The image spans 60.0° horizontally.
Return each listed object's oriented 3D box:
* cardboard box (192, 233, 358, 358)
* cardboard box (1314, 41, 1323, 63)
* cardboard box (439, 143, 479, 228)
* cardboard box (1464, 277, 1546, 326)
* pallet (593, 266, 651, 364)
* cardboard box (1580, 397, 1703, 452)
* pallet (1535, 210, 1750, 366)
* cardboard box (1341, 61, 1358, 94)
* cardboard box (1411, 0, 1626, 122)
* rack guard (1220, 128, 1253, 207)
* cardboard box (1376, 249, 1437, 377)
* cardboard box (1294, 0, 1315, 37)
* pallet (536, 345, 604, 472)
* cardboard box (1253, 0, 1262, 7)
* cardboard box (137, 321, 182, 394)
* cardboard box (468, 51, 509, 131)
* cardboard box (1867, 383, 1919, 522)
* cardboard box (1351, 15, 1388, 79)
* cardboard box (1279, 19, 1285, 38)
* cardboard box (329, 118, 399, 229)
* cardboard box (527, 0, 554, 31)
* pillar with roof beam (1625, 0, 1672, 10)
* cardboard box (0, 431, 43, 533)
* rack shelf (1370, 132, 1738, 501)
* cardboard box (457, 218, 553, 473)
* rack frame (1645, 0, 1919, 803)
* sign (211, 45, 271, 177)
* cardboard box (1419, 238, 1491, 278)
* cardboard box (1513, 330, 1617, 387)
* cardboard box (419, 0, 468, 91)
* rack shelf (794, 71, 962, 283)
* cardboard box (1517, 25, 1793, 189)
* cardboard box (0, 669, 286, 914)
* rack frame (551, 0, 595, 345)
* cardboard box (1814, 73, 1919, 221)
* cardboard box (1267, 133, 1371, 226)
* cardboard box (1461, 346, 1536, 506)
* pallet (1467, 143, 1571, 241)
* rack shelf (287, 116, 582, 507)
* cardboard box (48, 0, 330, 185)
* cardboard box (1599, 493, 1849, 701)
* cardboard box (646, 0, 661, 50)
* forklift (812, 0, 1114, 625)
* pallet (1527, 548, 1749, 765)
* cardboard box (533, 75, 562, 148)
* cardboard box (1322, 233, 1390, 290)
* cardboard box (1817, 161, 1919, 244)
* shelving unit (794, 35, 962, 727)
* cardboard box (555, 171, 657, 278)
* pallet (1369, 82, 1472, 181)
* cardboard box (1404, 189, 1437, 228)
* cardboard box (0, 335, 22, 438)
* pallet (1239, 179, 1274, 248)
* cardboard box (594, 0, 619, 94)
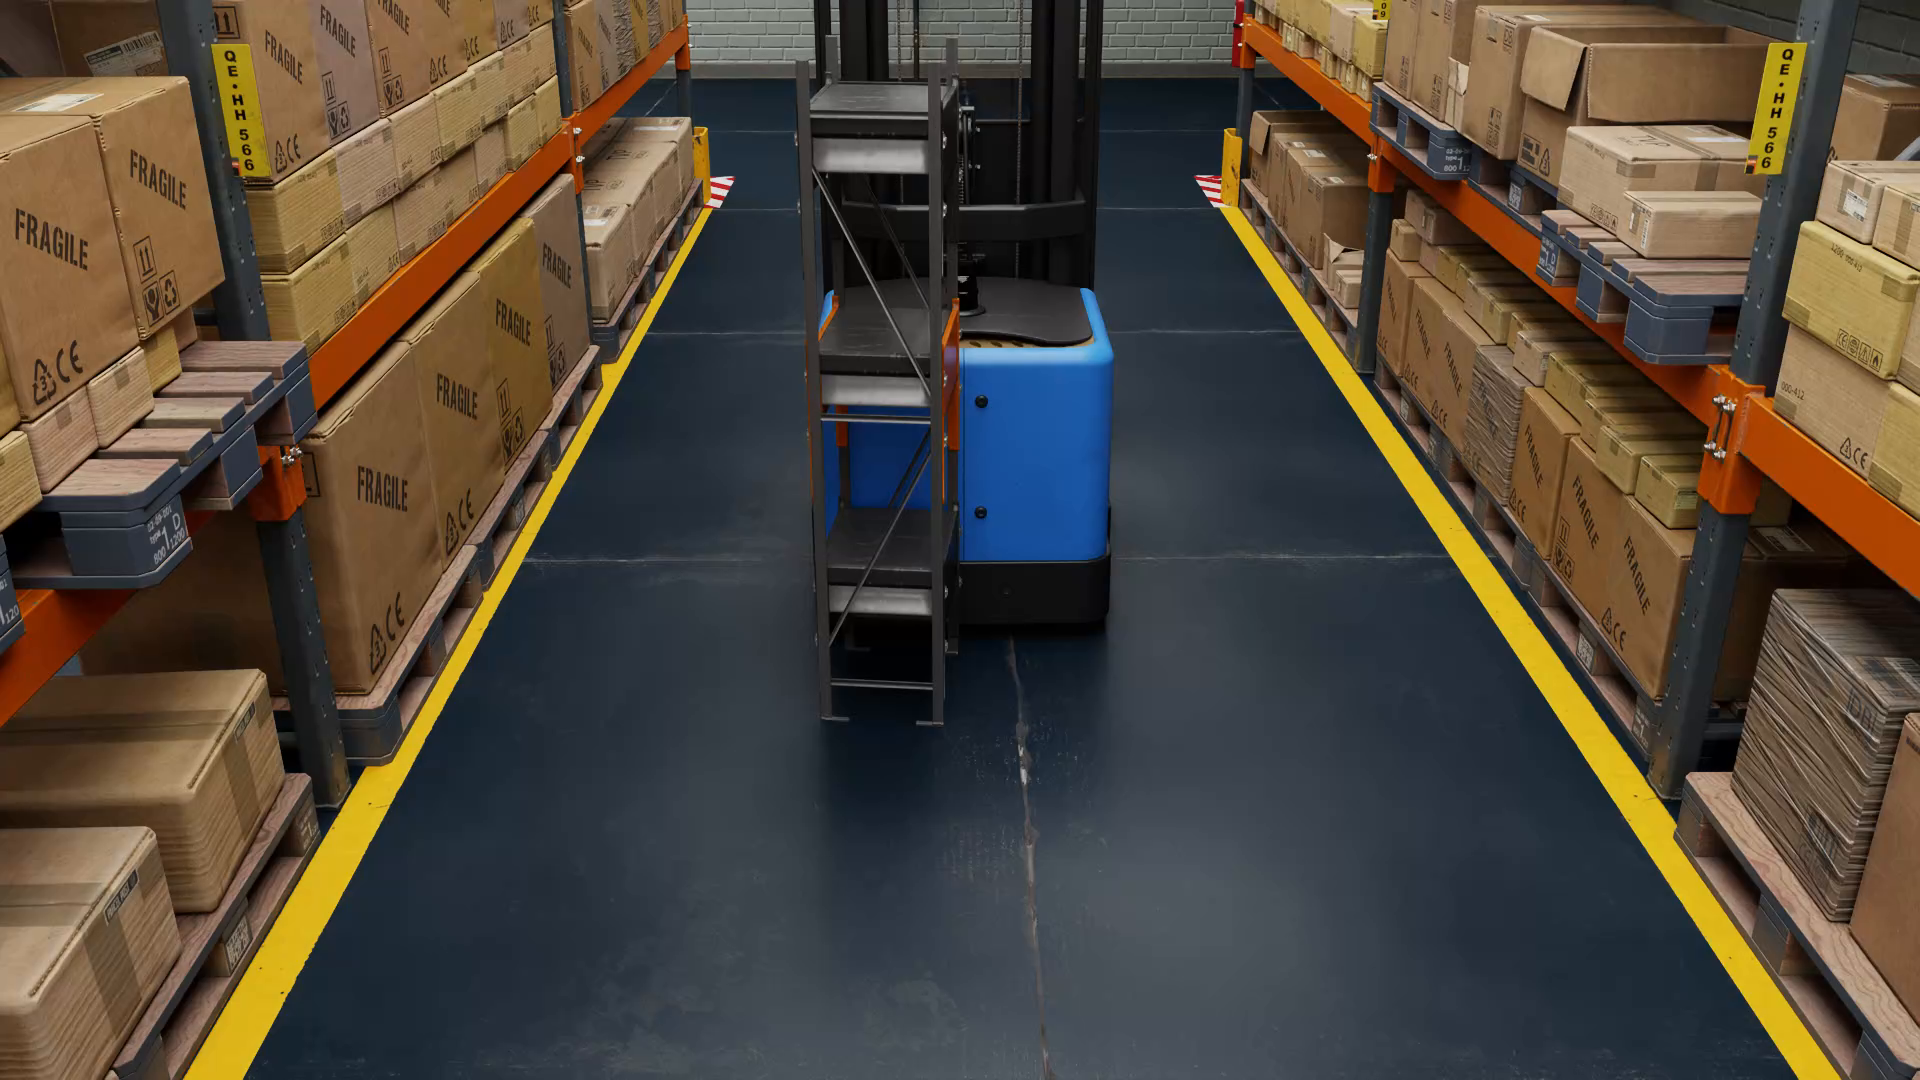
[{"bbox_3d":[-2.107,-0.715,4.872,0.500,0.250,0.500,-1,24,-1],"label":"cardboard box"},{"bbox_3d":[2.311,-2.904,9.836,0.380,0.149,0.250,0,24,-1],"label":"cardboard box"},{"bbox_3d":[-2.139,-1.346,6.268,0.500,0.250,0.500,0,24,-1],"label":"cardboard box"},{"bbox_3d":[2.381,-1.016,7.093,0.380,0.149,0.250,0,24,-1],"label":"cardboard box"},{"bbox_3d":[-2.327,-1.272,9.306,1.003,0.211,1.213,0,24,-1],"label":"pallet"},{"bbox_3d":[2.358,-0.376,5.677,0.380,0.149,0.250,-1,24,-2],"label":"cardboard box"},{"bbox_3d":[2.532,-0.796,5.102,1.213,0.211,1.003,0,24,-1],"label":"pallet"},{"bbox_3d":[2.259,-2.482,8.904,0.380,0.149,0.250,0,24,1],"label":"cardboard box"},{"bbox_3d":[2.353,-2.076,7.068,0.700,0.500,0.500,0,24,0],"label":"cardboard box"},{"bbox_3d":[2.523,-2.730,12.180,1.175,0.500,0.348,0,24,-1],"label":"rack guard"},{"bbox_3d":[2.346,-1.104,8.076,0.500,0.500,0.500,1,24,2],"label":"cardboard box"},{"bbox_3d":[2.299,-3.152,9.901,0.500,0.250,0.500,-1,24,-2],"label":"cardboard box"},{"bbox_3d":[-2.313,-0.640,7.910,1.003,0.211,1.213,0,24,-1],"label":"pallet"},{"bbox_3d":[2.258,-3.780,11.288,0.500,0.250,0.500,0,24,0],"label":"cardboard box"},{"bbox_3d":[-2.039,-0.413,3.818,0.380,0.149,0.250,0,24,0],"label":"cardboard box"},{"bbox_3d":[-2.125,-1.788,6.639,0.500,0.250,0.500,0,24,1],"label":"cardboard box"},{"bbox_3d":[2.371,-0.145,3.612,0.500,0.250,0.500,-1,24,-2],"label":"cardboard box"},{"bbox_3d":[2.317,-2.528,8.521,0.500,0.250,0.500,0,24,1],"label":"cardboard box"},{"bbox_3d":[2.280,-3.332,10.783,0.380,0.149,0.250,0,24,1],"label":"cardboard box"},{"bbox_3d":[-2.117,-1.163,5.256,0.500,0.250,0.500,0,24,1],"label":"cardboard box"},{"bbox_3d":[-2.141,-2.547,7.406,0.500,0.500,0.500,1,24,1],"label":"cardboard box"},{"bbox_3d":[-0.845,-5.257,7.454,9.100,9.000,0.400,0,24,-1],"label":"pillar with roof beam"},{"bbox_3d":[-1.980,-0.092,3.109,0.380,0.149,0.250,0,24,0],"label":"cardboard box"},{"bbox_3d":[2.588,-1.101,6.416,1.077,0.370,4.000,0,24,-1],"label":"rack shelf"},{"bbox_3d":[-2.293,-0.825,7.002,0.875,0.875,0.875,0,24,1],"label":"cardboard box"},{"bbox_3d":[2.610,-0.604,4.446,1.000,3.000,0.127,0,24,-1],"label":"rack frame"},{"bbox_3d":[-1.811,-1.078,4.185,0.100,0.325,0.005,0,24,-1],"label":"sign"},{"bbox_3d":[2.384,-1.338,7.804,0.380,0.149,0.250,-1,24,-2],"label":"cardboard box"},{"bbox_3d":[2.365,-0.701,6.397,0.380,0.149,0.250,-1,24,-3],"label":"cardboard box"},{"bbox_3d":[-2.122,-1.911,6.001,0.500,0.500,0.500,0,24,0],"label":"cardboard box"},{"bbox_3d":[-0.230,-1.084,4.934,0.431,0.518,0.480,2,24,5],"label":"rack shelf"},{"bbox_3d":[2.407,-1.514,5.823,0.797,0.503,0.637,-1,24,-2],"label":"cardboard box"},{"bbox_3d":[-2.357,0.659,4.333,0.950,0.372,0.625,-2,24,-4],"label":"cardboard box"},{"bbox_3d":[-2.397,-2.229,8.037,1.000,3.000,0.127,0,24,-1],"label":"rack frame"},{"bbox_3d":[2.760,-1.054,4.809,0.500,0.500,0.500,1,24,2],"label":"cardboard box"},{"bbox_3d":[2.405,-2.348,10.826,0.700,0.500,0.500,1,24,2],"label":"cardboard box"},{"bbox_3d":[2.363,-0.466,6.663,0.500,0.500,0.500,-1,24,-2],"label":"cardboard box"},{"bbox_3d":[2.584,-1.318,6.257,1.003,0.211,1.213,0,24,-1],"label":"pallet"},{"bbox_3d":[-2.375,-1.077,6.364,1.077,0.370,4.000,0,24,-1],"label":"rack shelf"},{"bbox_3d":[-2.114,-1.286,4.618,0.500,0.500,0.500,-1,24,-2],"label":"cardboard box"},{"bbox_3d":[2.390,0.170,5.258,0.500,0.500,0.500,0,24,1],"label":"cardboard box"},{"bbox_3d":[-2.165,-3.306,10.298,0.500,0.500,0.500,0,24,1],"label":"cardboard box"},{"bbox_3d":[-0.010,-1.595,6.720,1.130,2.935,3.031,0,24,-1],"label":"forklift"},{"bbox_3d":[2.639,0.359,5.701,1.003,0.211,1.213,0,24,-1],"label":"pallet"},{"bbox_3d":[-2.140,-1.977,7.662,0.500,0.250,0.500,-1,24,-2],"label":"cardboard box"},{"bbox_3d":[2.262,-1.573,9.397,0.396,0.266,0.258,1,24,1],"label":"cardboard box"},{"bbox_3d":[2.319,-0.813,3.998,0.380,0.149,0.250,0,24,1],"label":"cardboard box"},{"bbox_3d":[-0.230,-0.459,5.216,0.431,2.100,0.503,2,24,5],"label":"shelving unit"},{"bbox_3d":[-2.307,-1.881,9.868,0.875,0.438,0.875,-1,24,-2],"label":"cardboard box"},{"bbox_3d":[2.466,-1.835,7.401,1.003,0.211,1.213,0,24,-1],"label":"pallet"},{"bbox_3d":[2.365,-1.587,7.995,0.380,0.149,0.250,-1,24,-1],"label":"cardboard box"},{"bbox_3d":[-2.047,-0.346,2.883,0.500,0.500,0.500,-2,24,-4],"label":"cardboard box"},{"bbox_3d":[2.533,-2.270,11.514,1.003,0.211,1.213,0,24,-1],"label":"pallet"},{"bbox_3d":[-2.142,-2.676,8.906,0.500,0.500,0.500,0,24,0],"label":"cardboard box"}]
